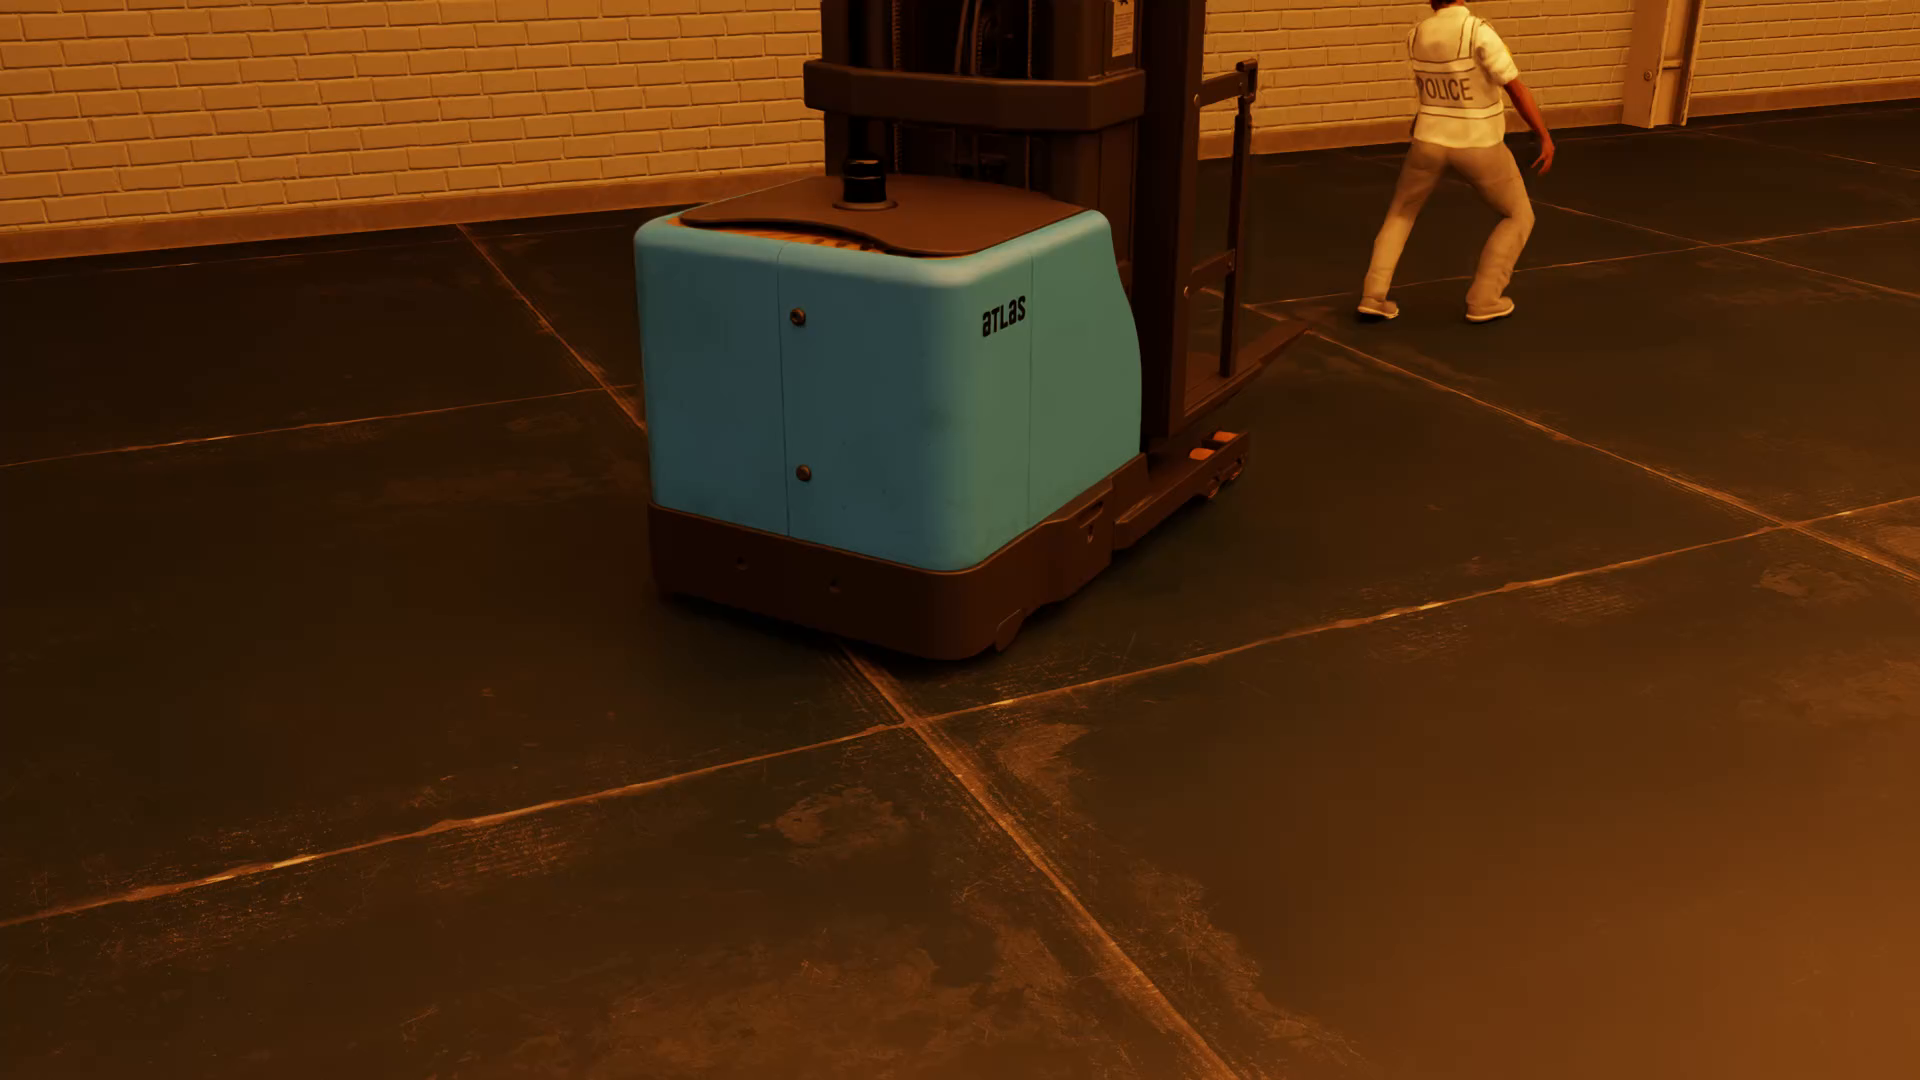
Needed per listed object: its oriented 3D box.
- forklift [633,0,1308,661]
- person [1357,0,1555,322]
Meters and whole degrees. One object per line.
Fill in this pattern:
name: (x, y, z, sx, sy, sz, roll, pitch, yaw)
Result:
forklift: (0.320, -1.570, 5.065, 1.130, 2.935, 3.031, 13, 26, 28)
person: (2.247, -1.733, 7.264, 0.713, 1.561, 0.777, 16, 27, 33)
